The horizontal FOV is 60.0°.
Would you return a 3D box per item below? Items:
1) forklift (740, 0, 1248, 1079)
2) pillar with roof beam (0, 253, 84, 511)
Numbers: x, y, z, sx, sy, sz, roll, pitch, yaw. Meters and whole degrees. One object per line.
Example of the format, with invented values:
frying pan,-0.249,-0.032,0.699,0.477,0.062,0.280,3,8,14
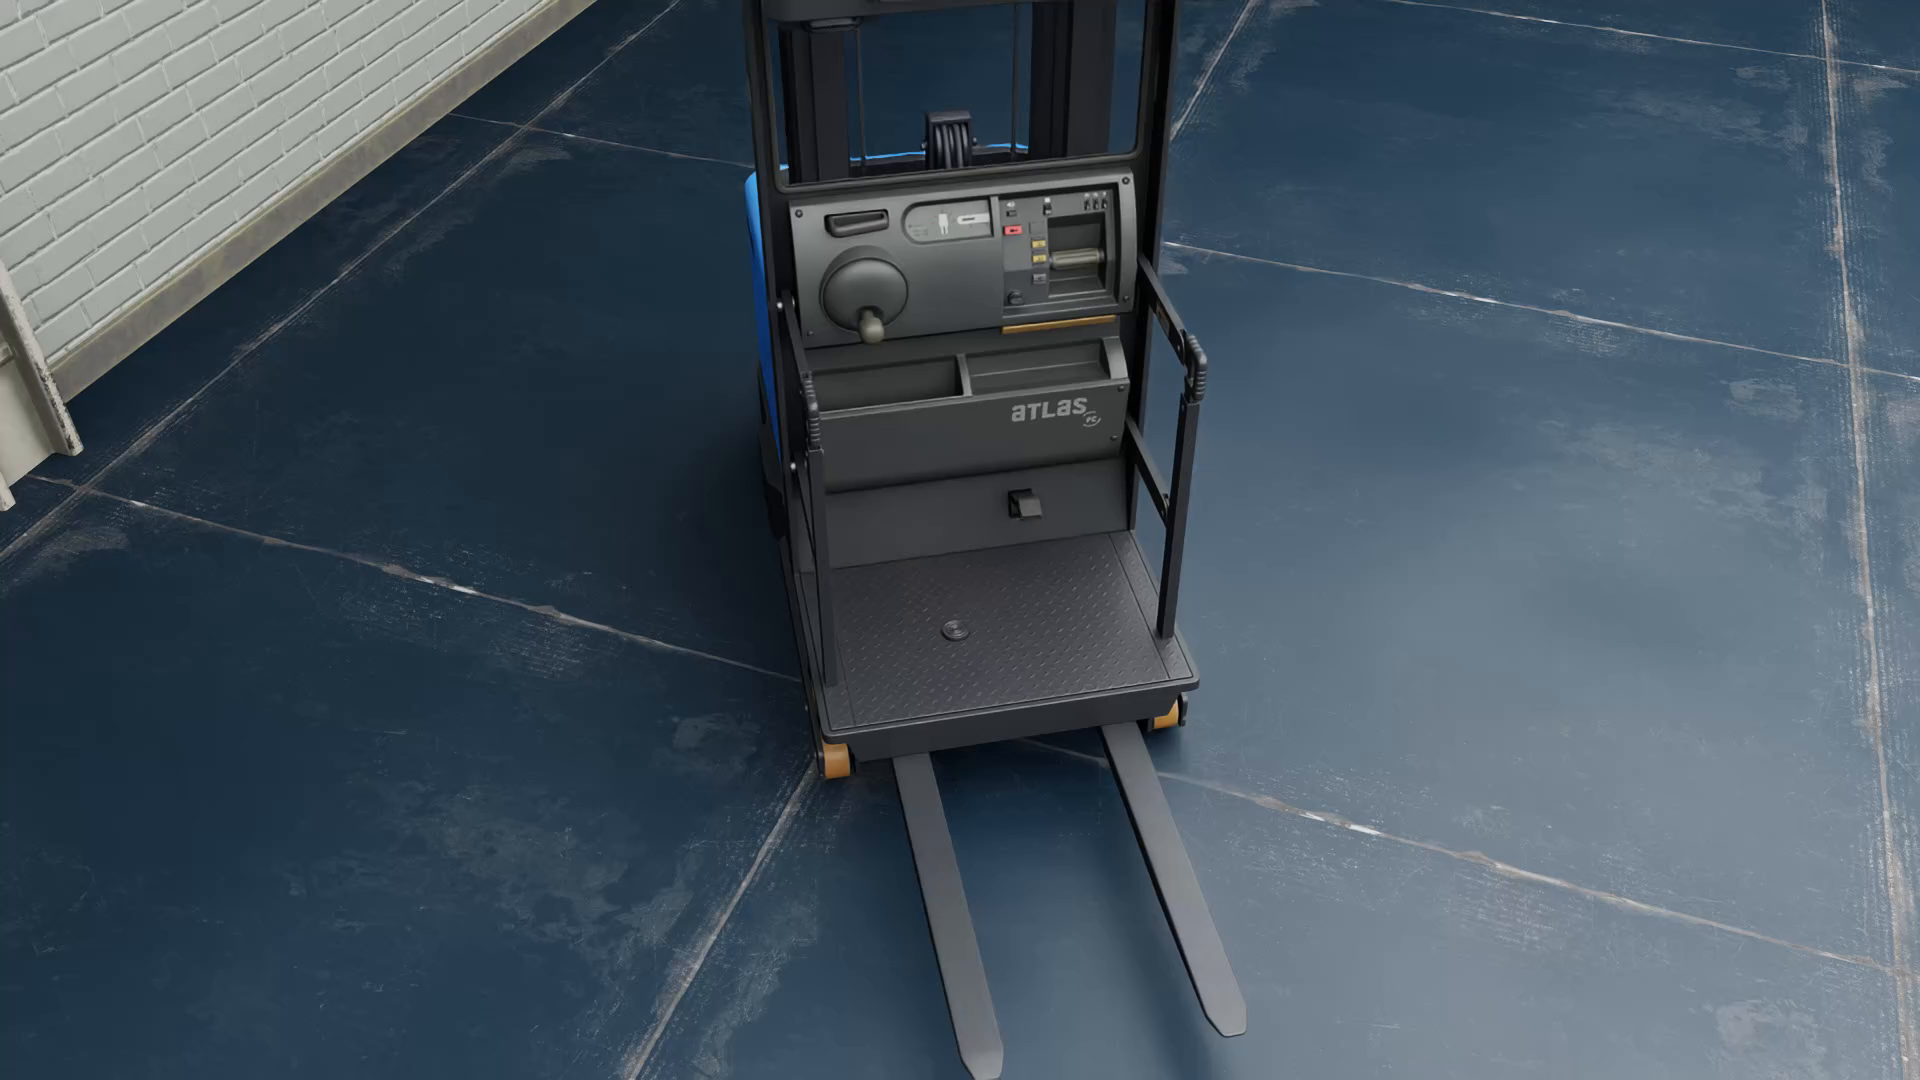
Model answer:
forklift,0.062,-0.676,4.284,1.130,2.935,3.031,-8,41,-9
pillar with roof beam,0.598,-2.723,2.008,9.100,9.000,0.400,13,42,15
